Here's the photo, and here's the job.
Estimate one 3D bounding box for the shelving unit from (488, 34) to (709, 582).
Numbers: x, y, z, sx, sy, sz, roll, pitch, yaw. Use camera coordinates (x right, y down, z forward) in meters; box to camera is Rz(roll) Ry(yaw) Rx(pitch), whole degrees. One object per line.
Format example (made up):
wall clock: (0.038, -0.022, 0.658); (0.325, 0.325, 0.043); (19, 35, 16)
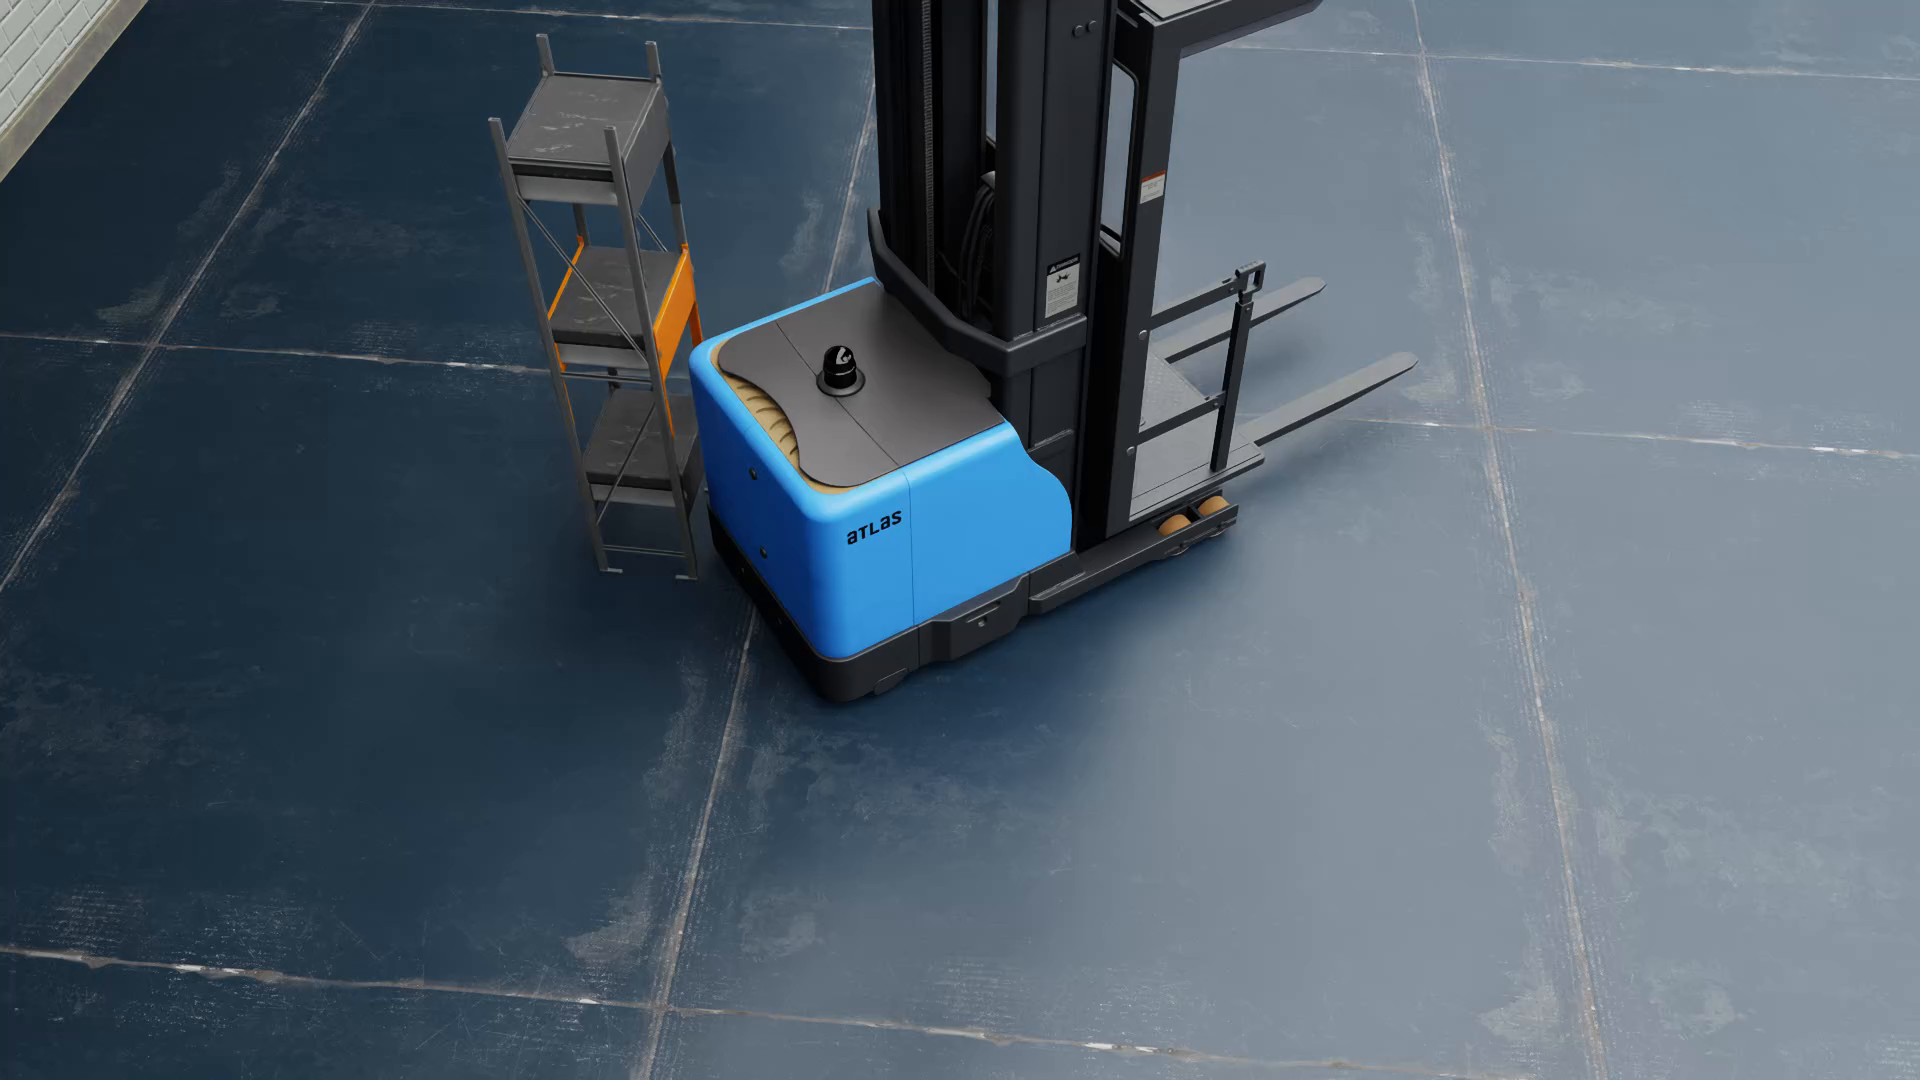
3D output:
shelving unit: (-1.215, -0.746, 6.034); (0.431, 2.100, 0.503); (5, 48, 5)

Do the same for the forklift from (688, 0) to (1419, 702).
forklift: (0.529, -1.235, 5.919); (3.031, 2.935, 1.130); (-25, 52, -21)

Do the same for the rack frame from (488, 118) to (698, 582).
rack frame: (-1.247, -0.567, 5.871); (0.400, 2.100, 0.015); (5, 48, 5)

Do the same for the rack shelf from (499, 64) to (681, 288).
rack shelf: (-1.218, -1.209, 5.527); (0.431, 0.518, 0.480); (5, 48, 5)

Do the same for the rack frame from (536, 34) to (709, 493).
rack frame: (-1.183, -0.925, 6.197); (0.400, 2.100, 0.015); (5, 48, 5)

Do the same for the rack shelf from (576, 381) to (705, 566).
rack shelf: (-1.212, -0.264, 6.560); (0.431, 0.518, 0.480); (5, 48, 5)

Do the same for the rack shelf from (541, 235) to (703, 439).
rack shelf: (-1.215, -0.737, 6.044); (0.431, 0.518, 0.480); (5, 48, 5)
